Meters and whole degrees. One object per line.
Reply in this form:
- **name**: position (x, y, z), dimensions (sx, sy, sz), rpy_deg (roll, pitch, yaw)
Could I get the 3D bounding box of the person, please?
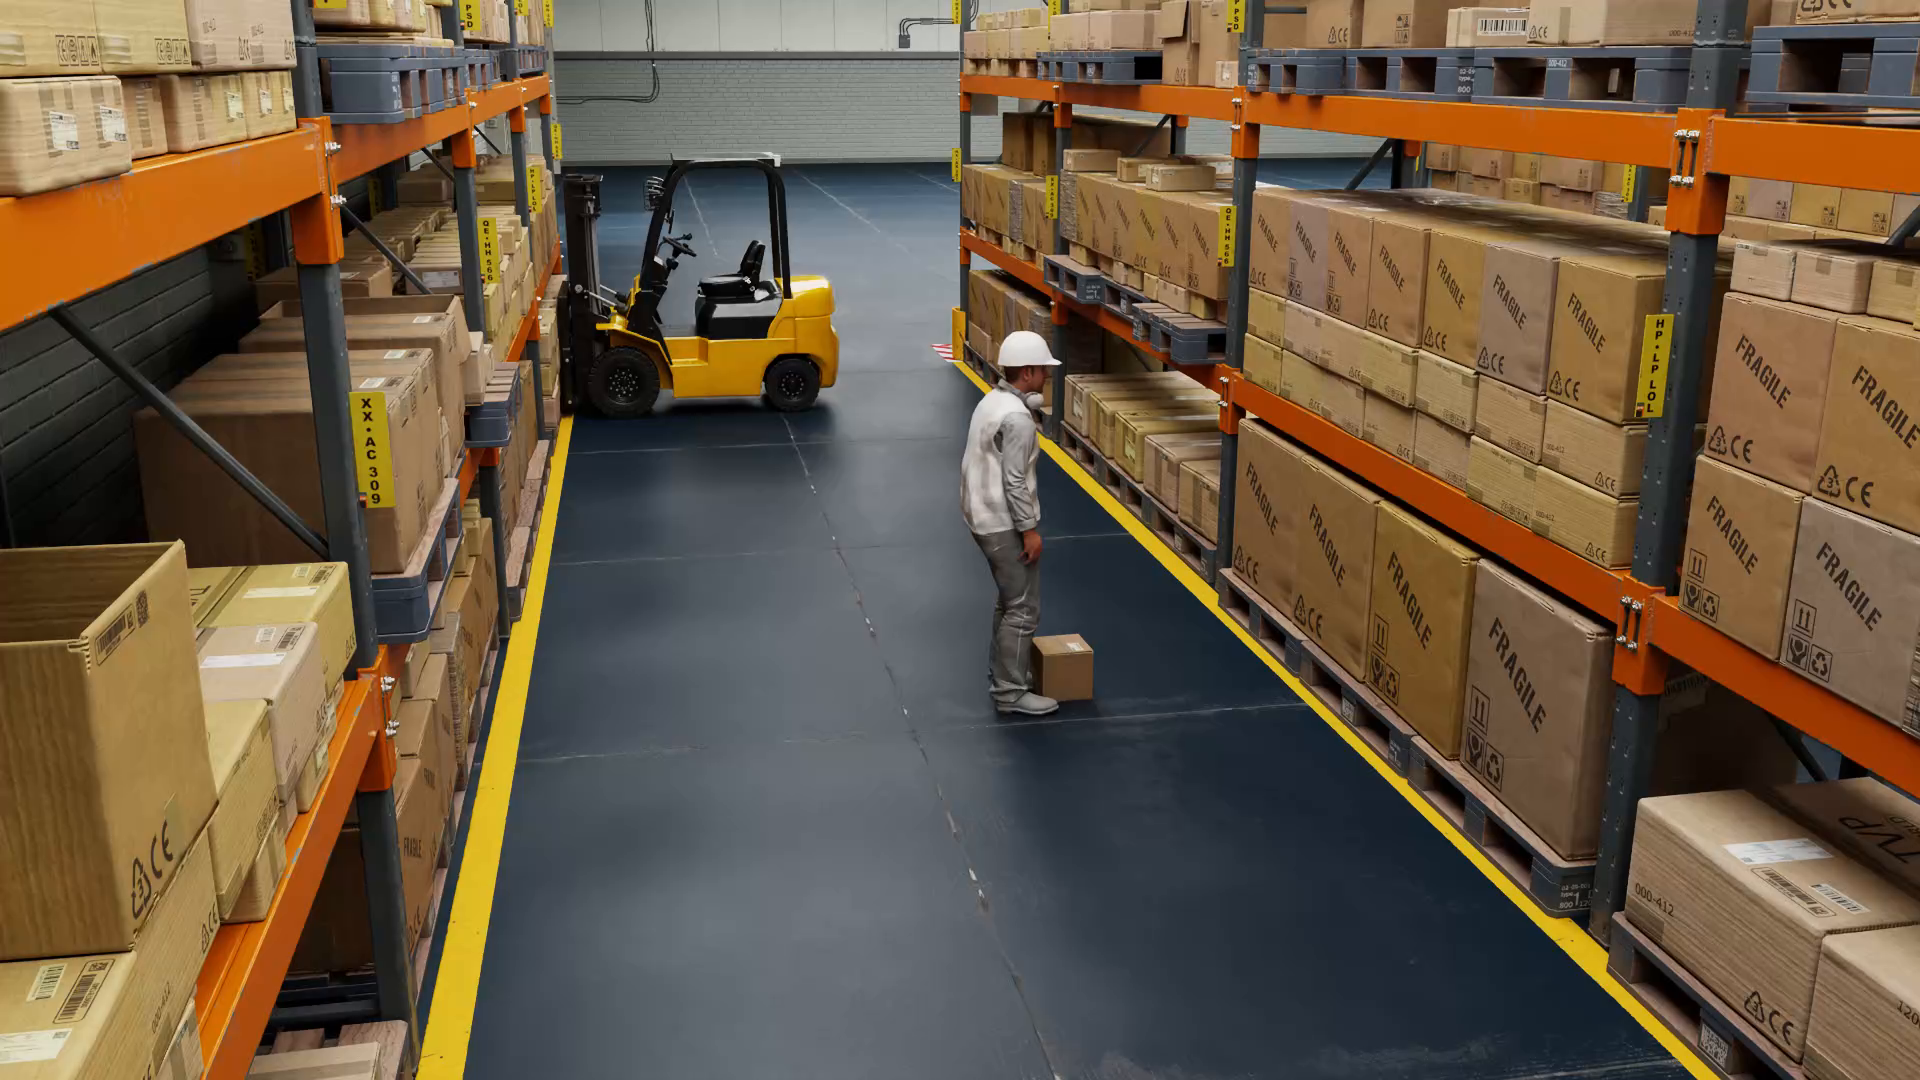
- **person**: position (0.240, -0.091, 7.800), dimensions (0.461, 1.772, 0.580), rpy_deg (-3, 17, -10)
